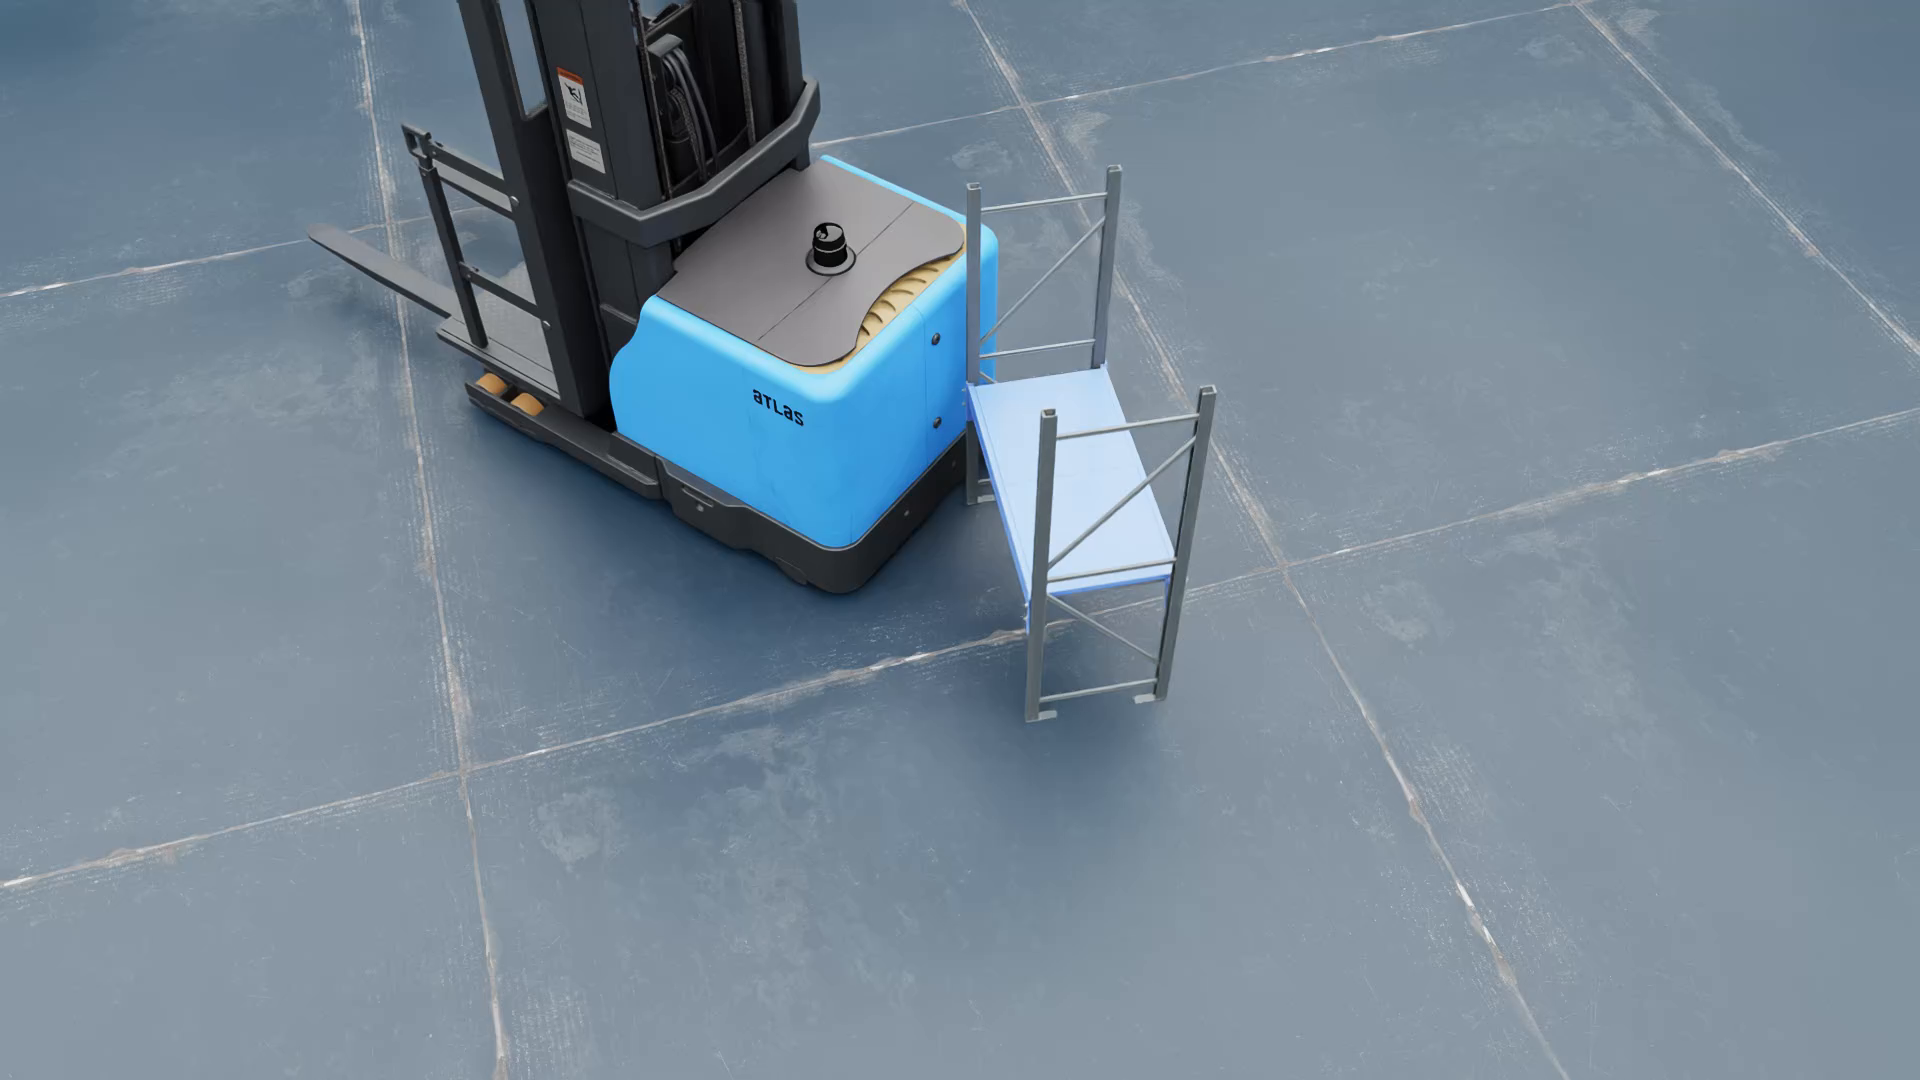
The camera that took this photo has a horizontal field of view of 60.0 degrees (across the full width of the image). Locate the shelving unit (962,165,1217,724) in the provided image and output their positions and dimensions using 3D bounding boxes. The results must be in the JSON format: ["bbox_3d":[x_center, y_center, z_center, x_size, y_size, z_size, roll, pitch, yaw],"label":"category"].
[{"bbox_3d":[0.369,-0.283,5.508,0.538,1.500,1.048,-9,50,-7],"label":"shelving unit"}]

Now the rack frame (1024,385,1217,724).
[{"bbox_3d":[0.470,0.098,5.186,0.500,1.500,0.032,-9,50,-7],"label":"rack frame"}]

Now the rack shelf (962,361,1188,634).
[{"bbox_3d":[0.369,-0.167,5.645,0.538,0.185,1.000,-9,50,-7],"label":"rack shelf"}]

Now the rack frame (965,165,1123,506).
[{"bbox_3d":[0.268,-0.664,5.829,0.500,1.500,0.032,-9,50,-7],"label":"rack frame"}]

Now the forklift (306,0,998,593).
[{"bbox_3d":[-1.351,-1.665,5.736,3.031,2.935,1.130,28,55,22],"label":"forklift"}]
